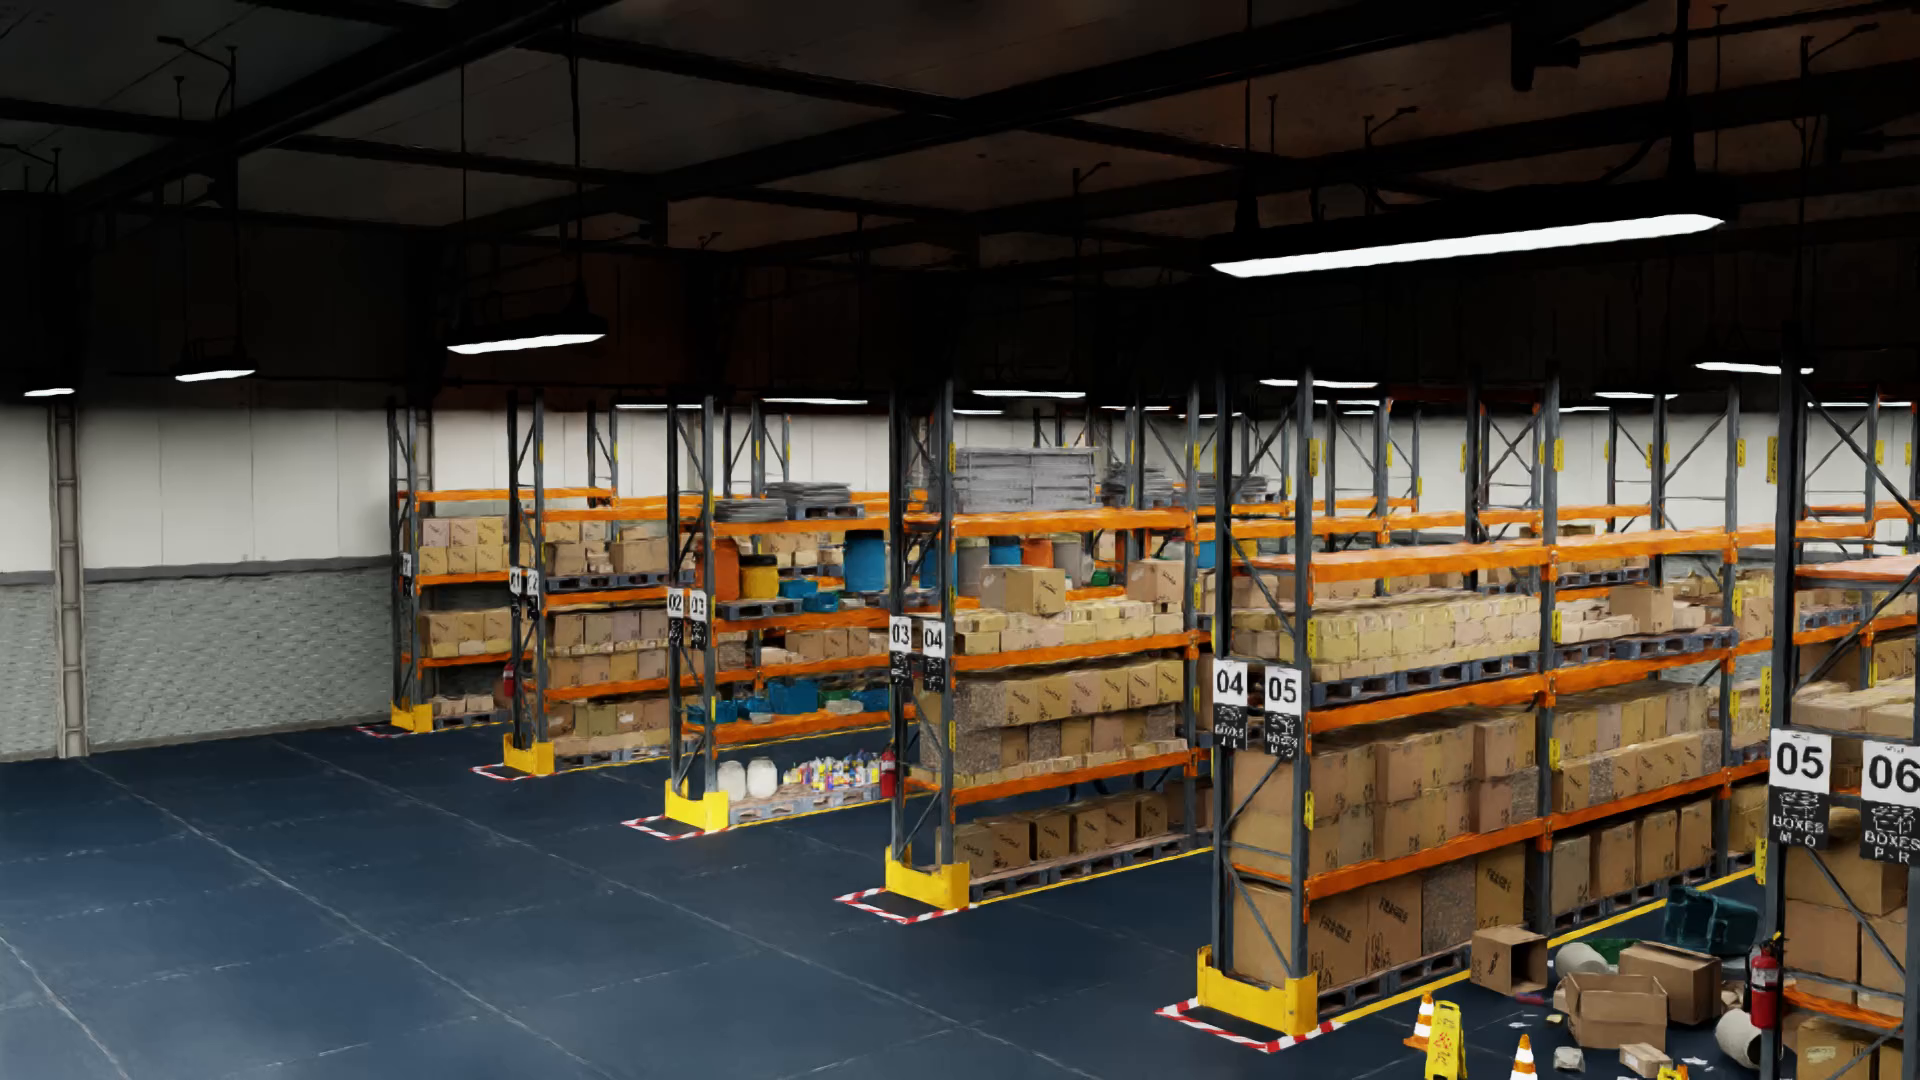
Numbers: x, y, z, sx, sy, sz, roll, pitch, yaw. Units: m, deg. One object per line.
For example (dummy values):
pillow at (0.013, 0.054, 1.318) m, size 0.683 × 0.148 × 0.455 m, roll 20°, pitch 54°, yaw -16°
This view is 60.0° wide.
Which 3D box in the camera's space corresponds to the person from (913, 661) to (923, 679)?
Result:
person at (-0.825, 2.310, 34.077) m, size 1.122 × 1.706 × 0.566 m, roll -3°, pitch 4°, yaw -38°

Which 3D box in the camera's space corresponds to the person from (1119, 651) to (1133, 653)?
person at (3.334, 2.336, 32.938) m, size 0.421 × 1.789 × 0.657 m, roll 2°, pitch 4°, yaw 36°

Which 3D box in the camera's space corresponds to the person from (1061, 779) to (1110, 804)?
person at (1.713, 3.043, 22.899) m, size 0.957 × 1.529 × 0.410 m, roll -2°, pitch 4°, yaw -31°
